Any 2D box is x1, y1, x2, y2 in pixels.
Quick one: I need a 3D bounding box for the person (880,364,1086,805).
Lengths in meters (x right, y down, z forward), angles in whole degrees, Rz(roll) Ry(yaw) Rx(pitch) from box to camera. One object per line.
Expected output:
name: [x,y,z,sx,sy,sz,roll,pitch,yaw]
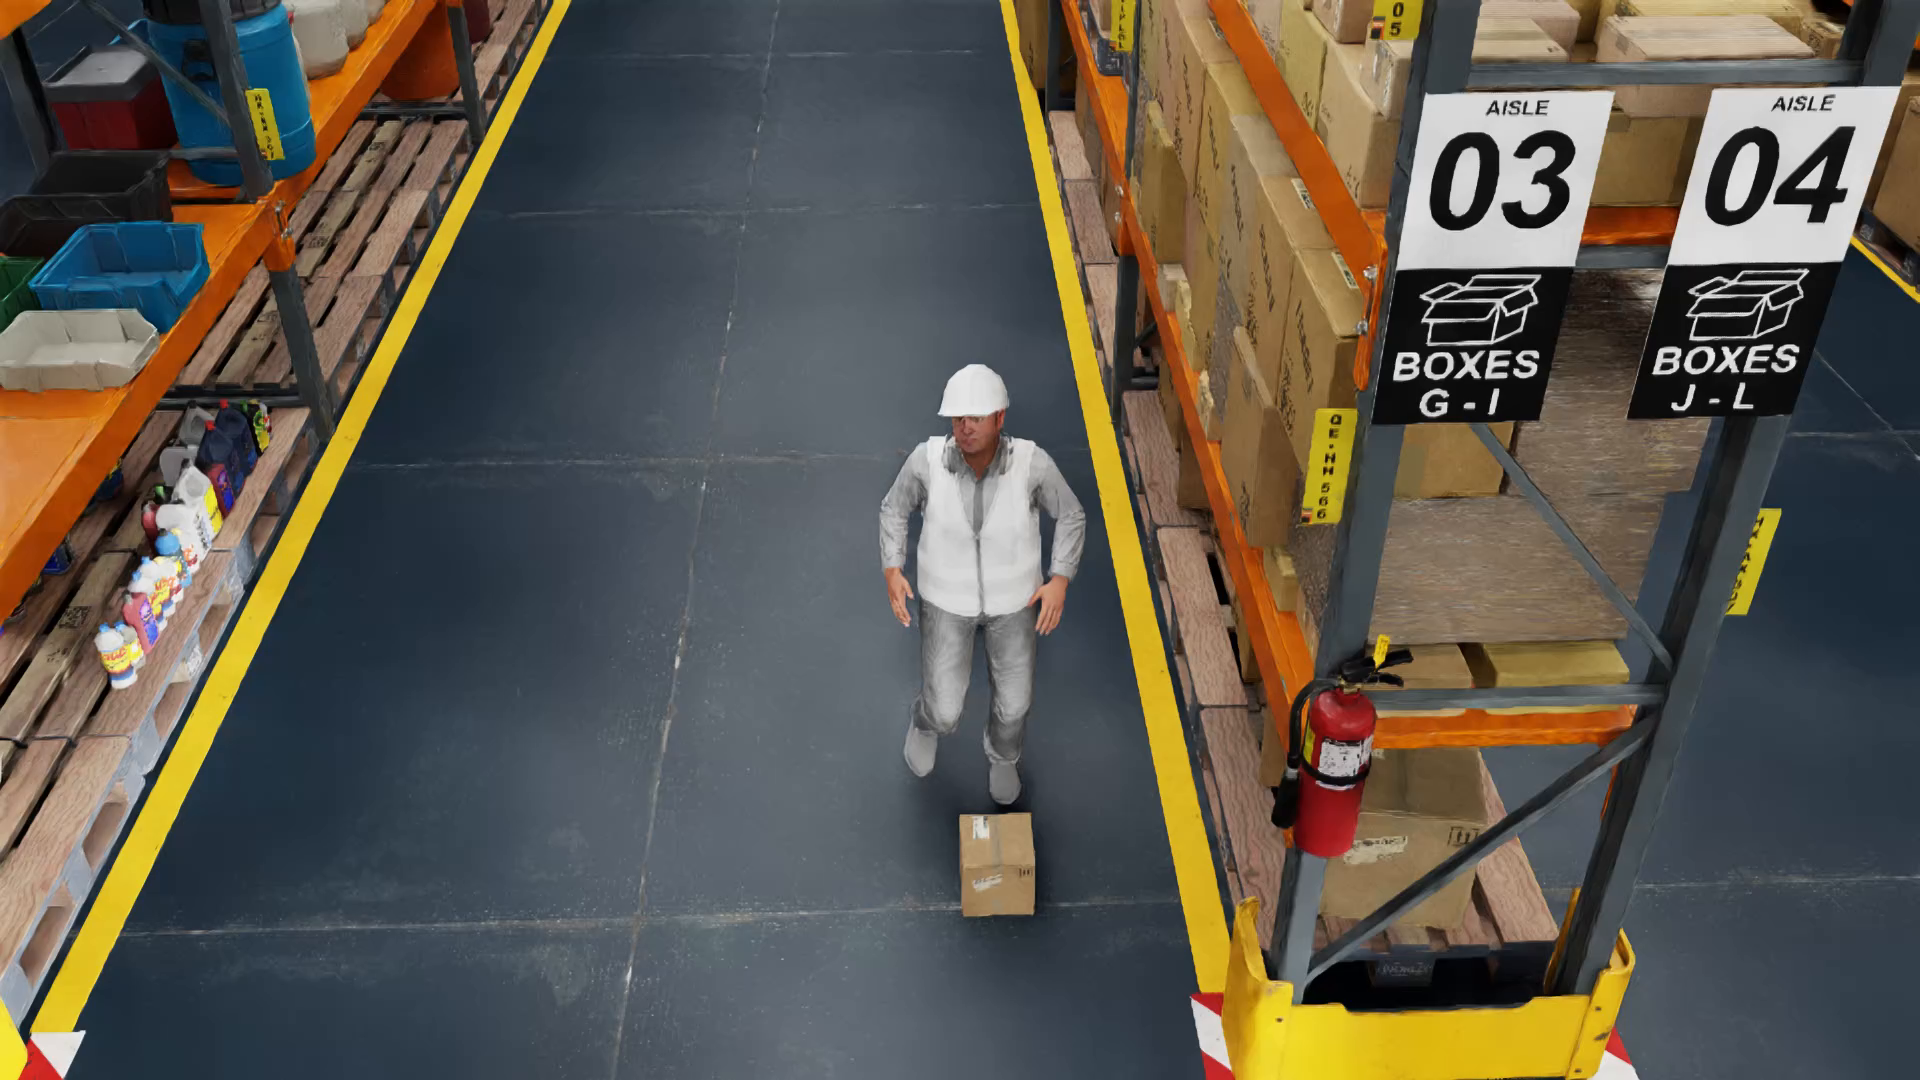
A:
person: [0.085,0.205,5.851,0.716,1.738,0.503,-2,35,-3]
